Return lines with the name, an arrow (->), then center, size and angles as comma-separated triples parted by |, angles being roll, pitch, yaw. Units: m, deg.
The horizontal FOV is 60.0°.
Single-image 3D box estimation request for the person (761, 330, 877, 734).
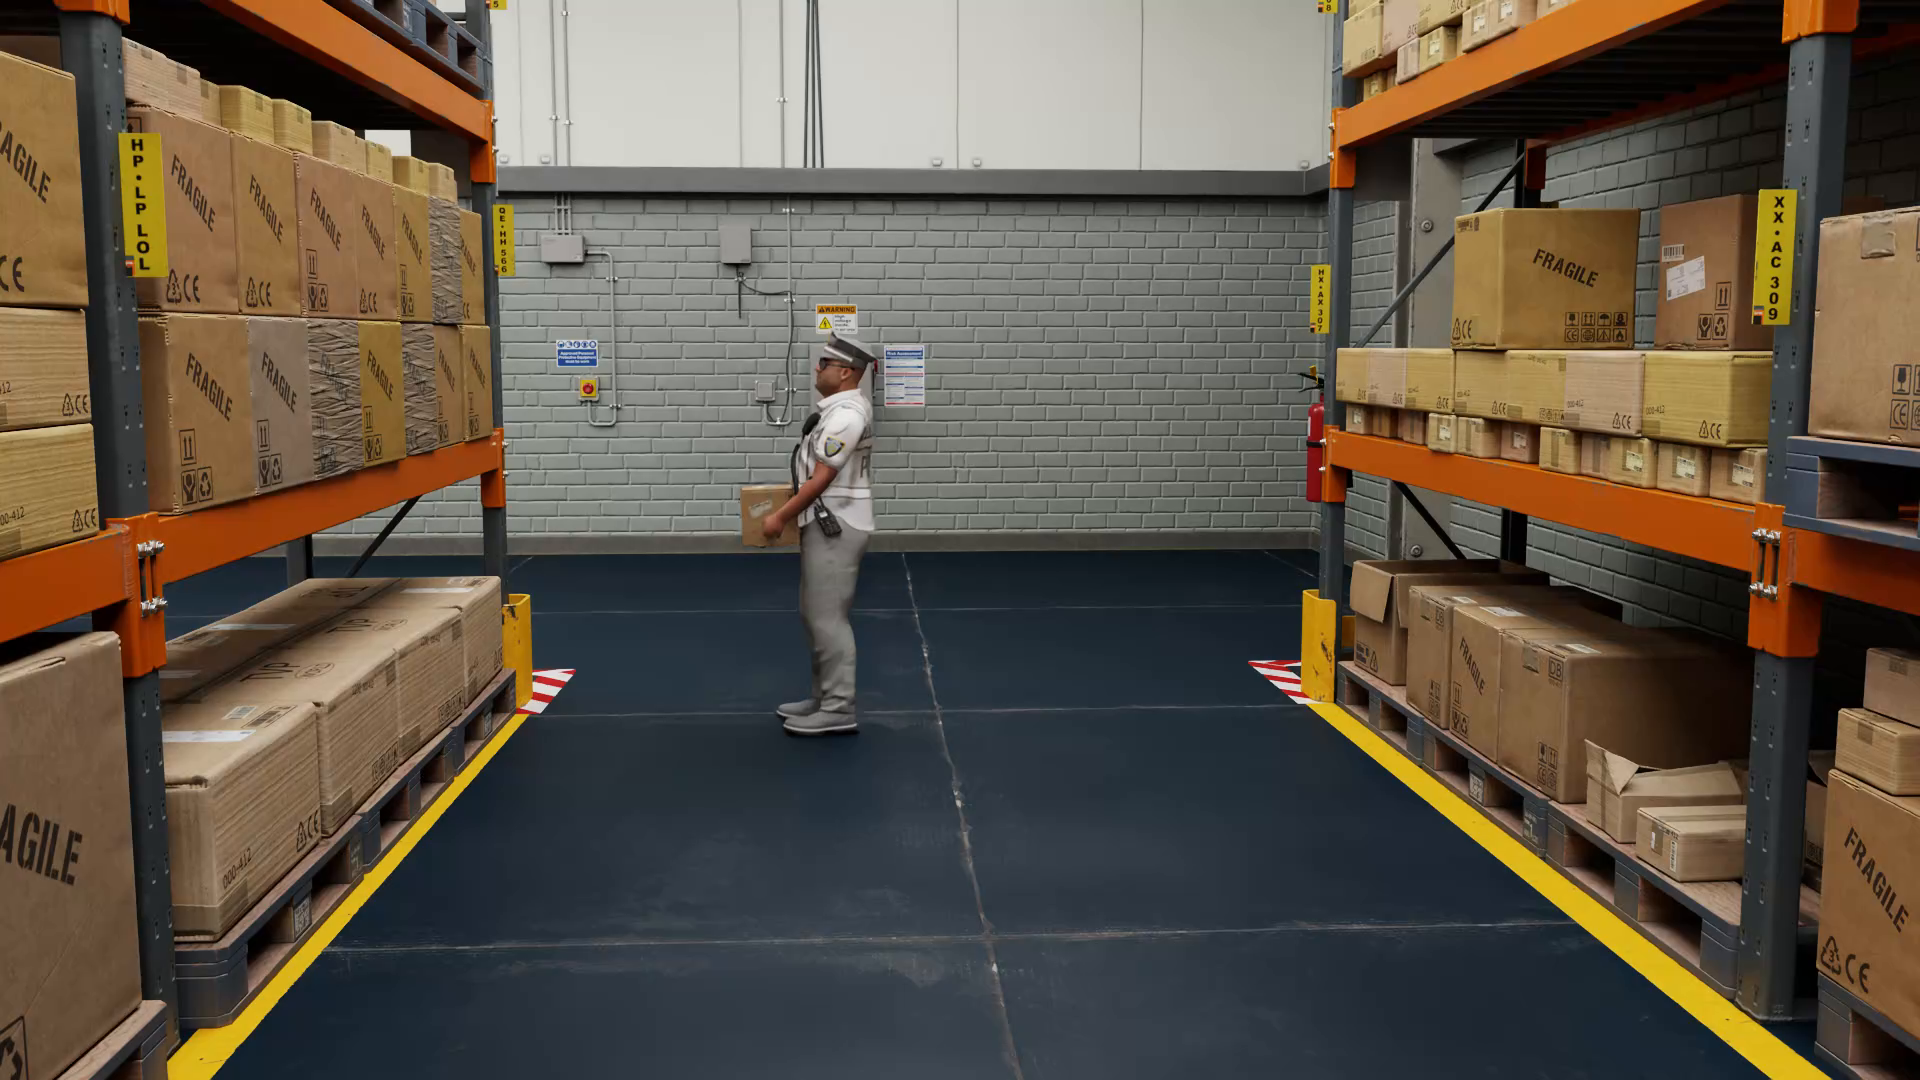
person -> -0.643, -0.042, 7.422 | 0.552, 1.782, 0.505 | 0, 7, -3
